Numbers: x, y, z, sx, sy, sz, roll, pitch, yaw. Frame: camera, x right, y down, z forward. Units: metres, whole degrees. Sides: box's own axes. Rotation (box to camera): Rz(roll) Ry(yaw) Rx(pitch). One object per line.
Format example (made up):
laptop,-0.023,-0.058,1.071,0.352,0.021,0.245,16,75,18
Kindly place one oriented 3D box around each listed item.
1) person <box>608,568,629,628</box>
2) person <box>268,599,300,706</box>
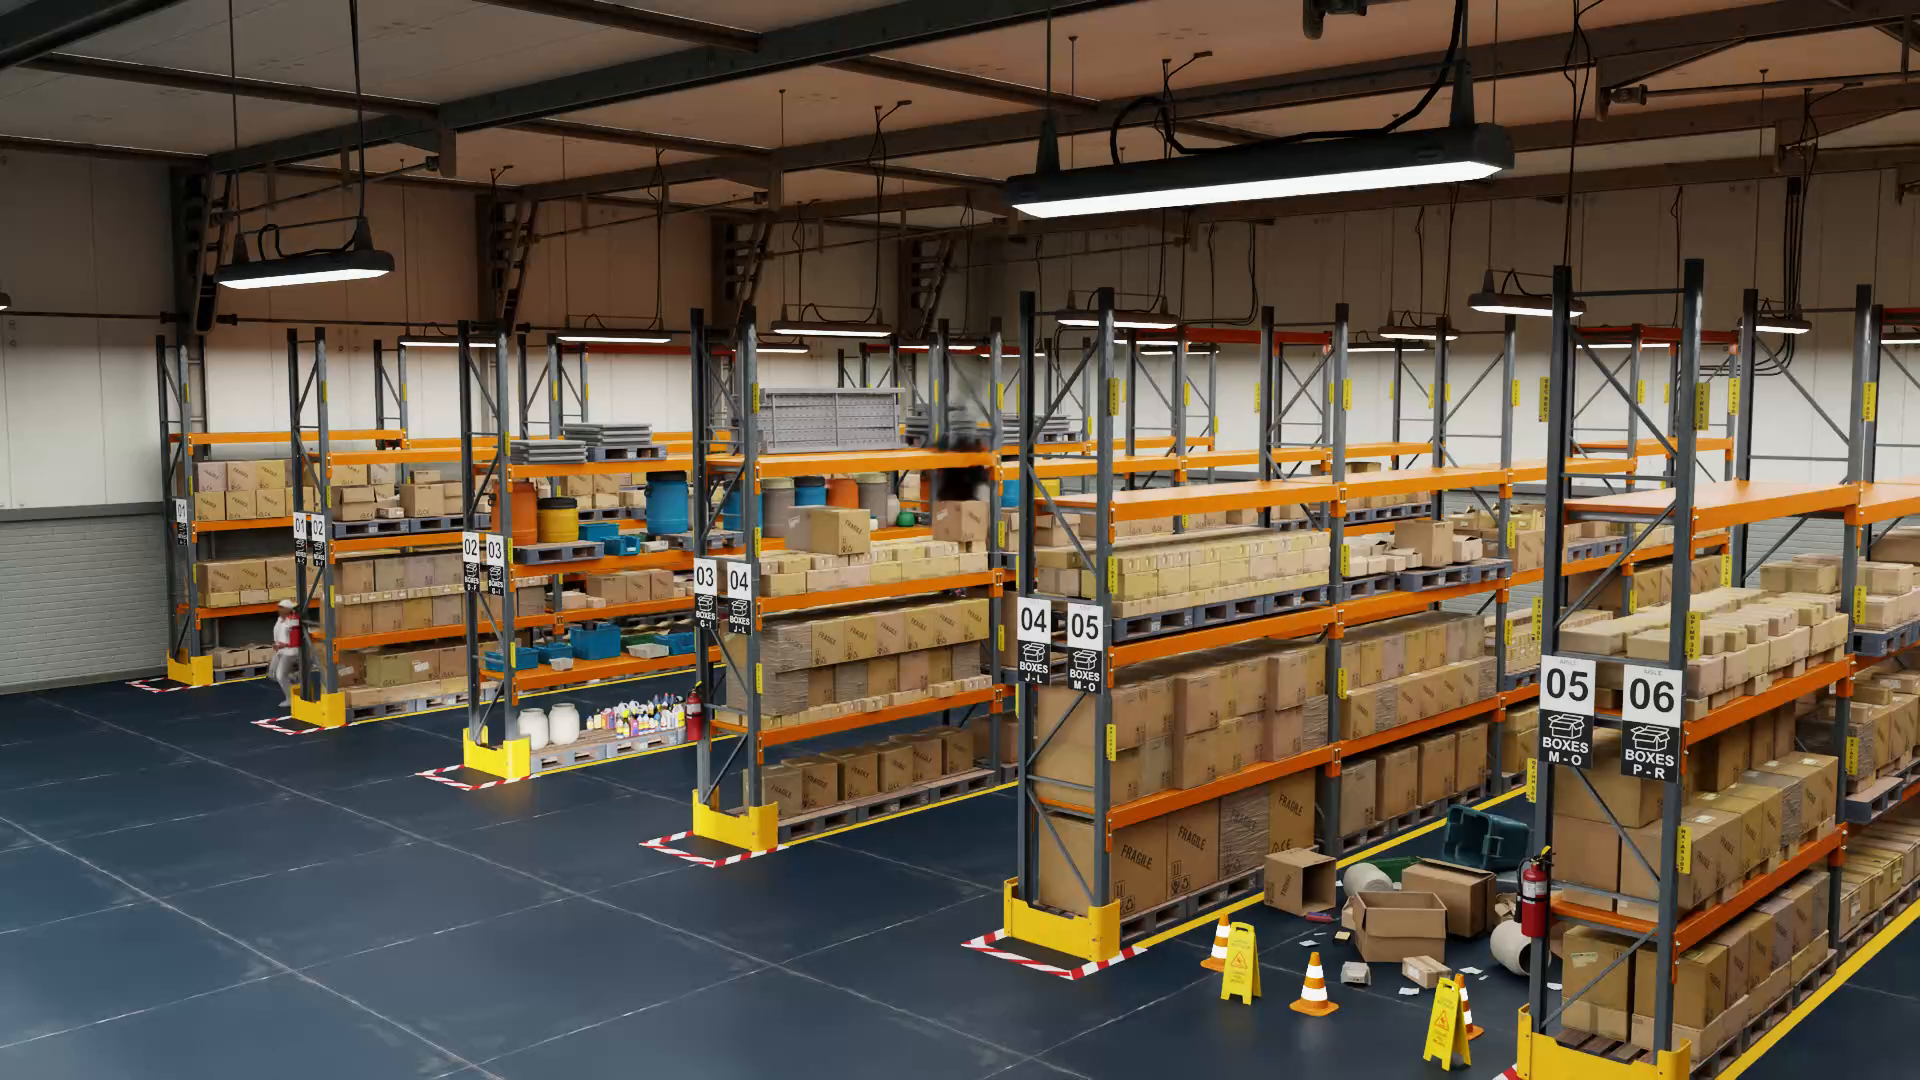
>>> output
person,-6.572,1.398,32.125,0.563,1.526,0.557,3,6,31
person,-10.800,1.802,26.686,0.732,1.720,0.568,5,7,44
